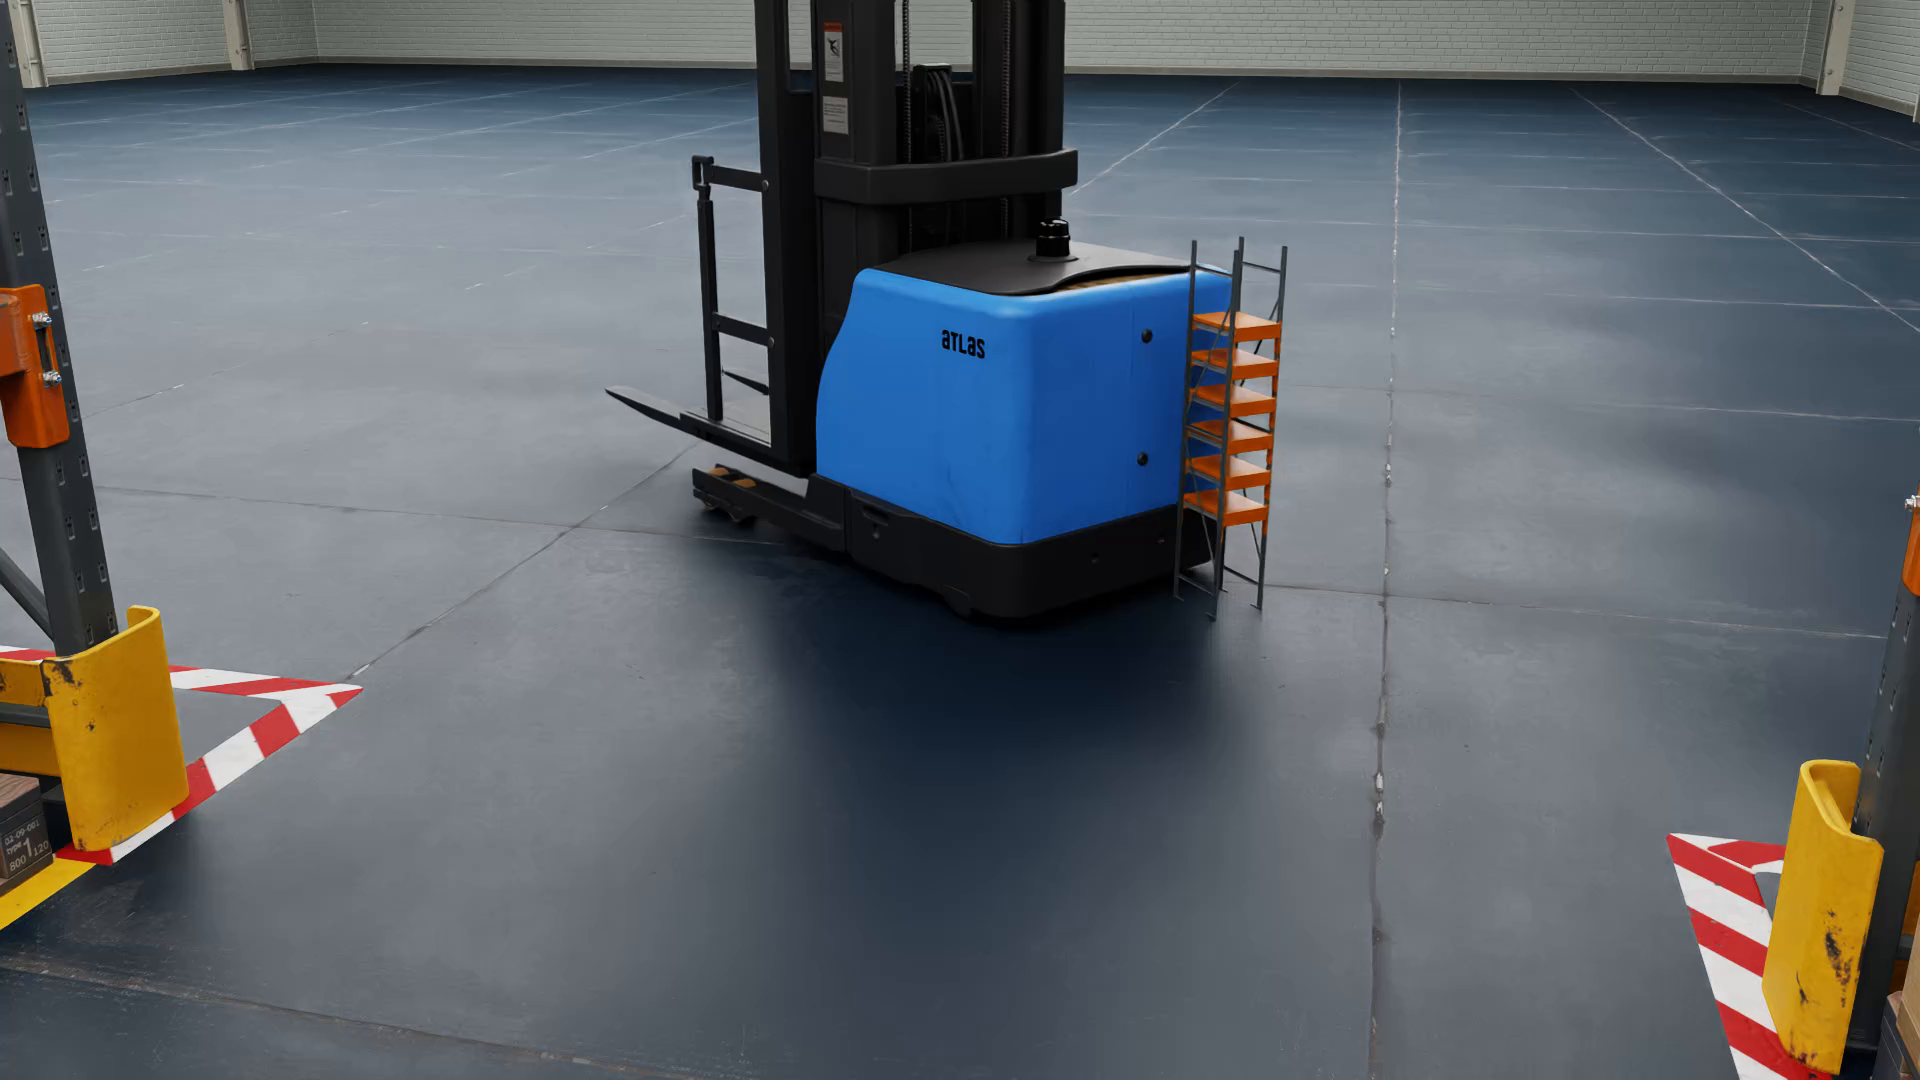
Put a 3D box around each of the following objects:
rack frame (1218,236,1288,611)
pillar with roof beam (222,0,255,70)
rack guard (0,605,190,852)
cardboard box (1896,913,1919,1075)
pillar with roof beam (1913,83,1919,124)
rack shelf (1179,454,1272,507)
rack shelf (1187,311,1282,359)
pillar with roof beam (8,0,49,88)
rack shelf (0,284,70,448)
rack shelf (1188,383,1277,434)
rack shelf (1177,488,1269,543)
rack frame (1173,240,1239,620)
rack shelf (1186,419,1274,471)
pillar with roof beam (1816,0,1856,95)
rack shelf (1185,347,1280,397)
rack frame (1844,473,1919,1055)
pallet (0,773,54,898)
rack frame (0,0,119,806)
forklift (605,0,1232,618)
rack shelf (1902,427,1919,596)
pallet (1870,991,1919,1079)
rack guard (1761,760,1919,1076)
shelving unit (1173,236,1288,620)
[{"bbox_3d":[0.946,-0.370,5.413,0.006,1.200,0.240,-9,21,-26],"label":"rack frame"},{"bbox_3d":[-11.364,-14.113,33.585,9.100,9.000,0.400,5,19,13],"label":"pillar with roof beam"},{"bbox_3d":[-2.570,0.417,4.194,1.175,0.500,0.348,5,19,13],"label":"rack guard"},{"bbox_3d":[1.858,0.852,2.658,0.500,0.250,0.500,5,19,13],"label":"cardboard box"},{"bbox_3d":[9.366,-10.425,22.787,9.100,9.000,0.400,5,19,13],"label":"pillar with roof beam"},{"bbox_3d":[0.864,-0.201,5.425,0.180,0.103,0.258,-9,21,-26],"label":"rack shelf"},{"bbox_3d":[0.868,-0.655,5.271,0.180,0.103,0.258,-9,21,-26],"label":"rack shelf"},{"bbox_3d":[-12.830,-12.233,28.079,9.100,9.000,0.400,5,19,13],"label":"pillar with roof beam"},{"bbox_3d":[-3.086,0.174,2.151,1.077,0.370,4.000,5,19,13],"label":"rack shelf"},{"bbox_3d":[0.866,-0.428,5.348,0.180,0.103,0.258,-9,21,-26],"label":"rack shelf"},{"bbox_3d":[0.863,-0.087,5.463,0.180,0.103,0.258,-9,21,-26],"label":"rack shelf"},{"bbox_3d":[0.784,-0.344,5.332,0.006,1.200,0.240,-9,21,-26],"label":"rack frame"},{"bbox_3d":[0.865,-0.314,5.386,0.180,0.103,0.258,-9,21,-26],"label":"rack shelf"},{"bbox_3d":[10.832,-12.305,28.292,9.100,9.000,0.400,5,19,13],"label":"pillar with roof beam"},{"bbox_3d":[0.867,-0.542,5.309,0.180,0.103,0.258,-9,21,-26],"label":"rack shelf"},{"bbox_3d":[2.205,-0.401,2.722,1.000,3.000,0.127,5,19,13],"label":"rack frame"},{"bbox_3d":[-2.774,0.808,3.496,1.003,0.211,1.213,5,19,13],"label":"pallet"},{"bbox_3d":[-2.597,-0.794,3.870,1.000,3.000,0.127,5,19,13],"label":"rack frame"},{"bbox_3d":[-0.394,-1.546,6.179,1.130,2.935,3.031,-15,24,-36],"label":"forklift"},{"bbox_3d":[1.716,0.566,1.003,1.077,0.370,4.000,5,19,13],"label":"rack shelf"},{"bbox_3d":[2.059,1.161,2.461,1.003,0.211,1.213,5,19,13],"label":"pallet"},{"bbox_3d":[2.211,0.774,3.148,1.175,0.500,0.348,5,19,13],"label":"rack guard"},{"bbox_3d":[0.865,-0.357,5.372,0.189,1.200,0.258,-9,21,-26],"label":"shelving unit"}]
